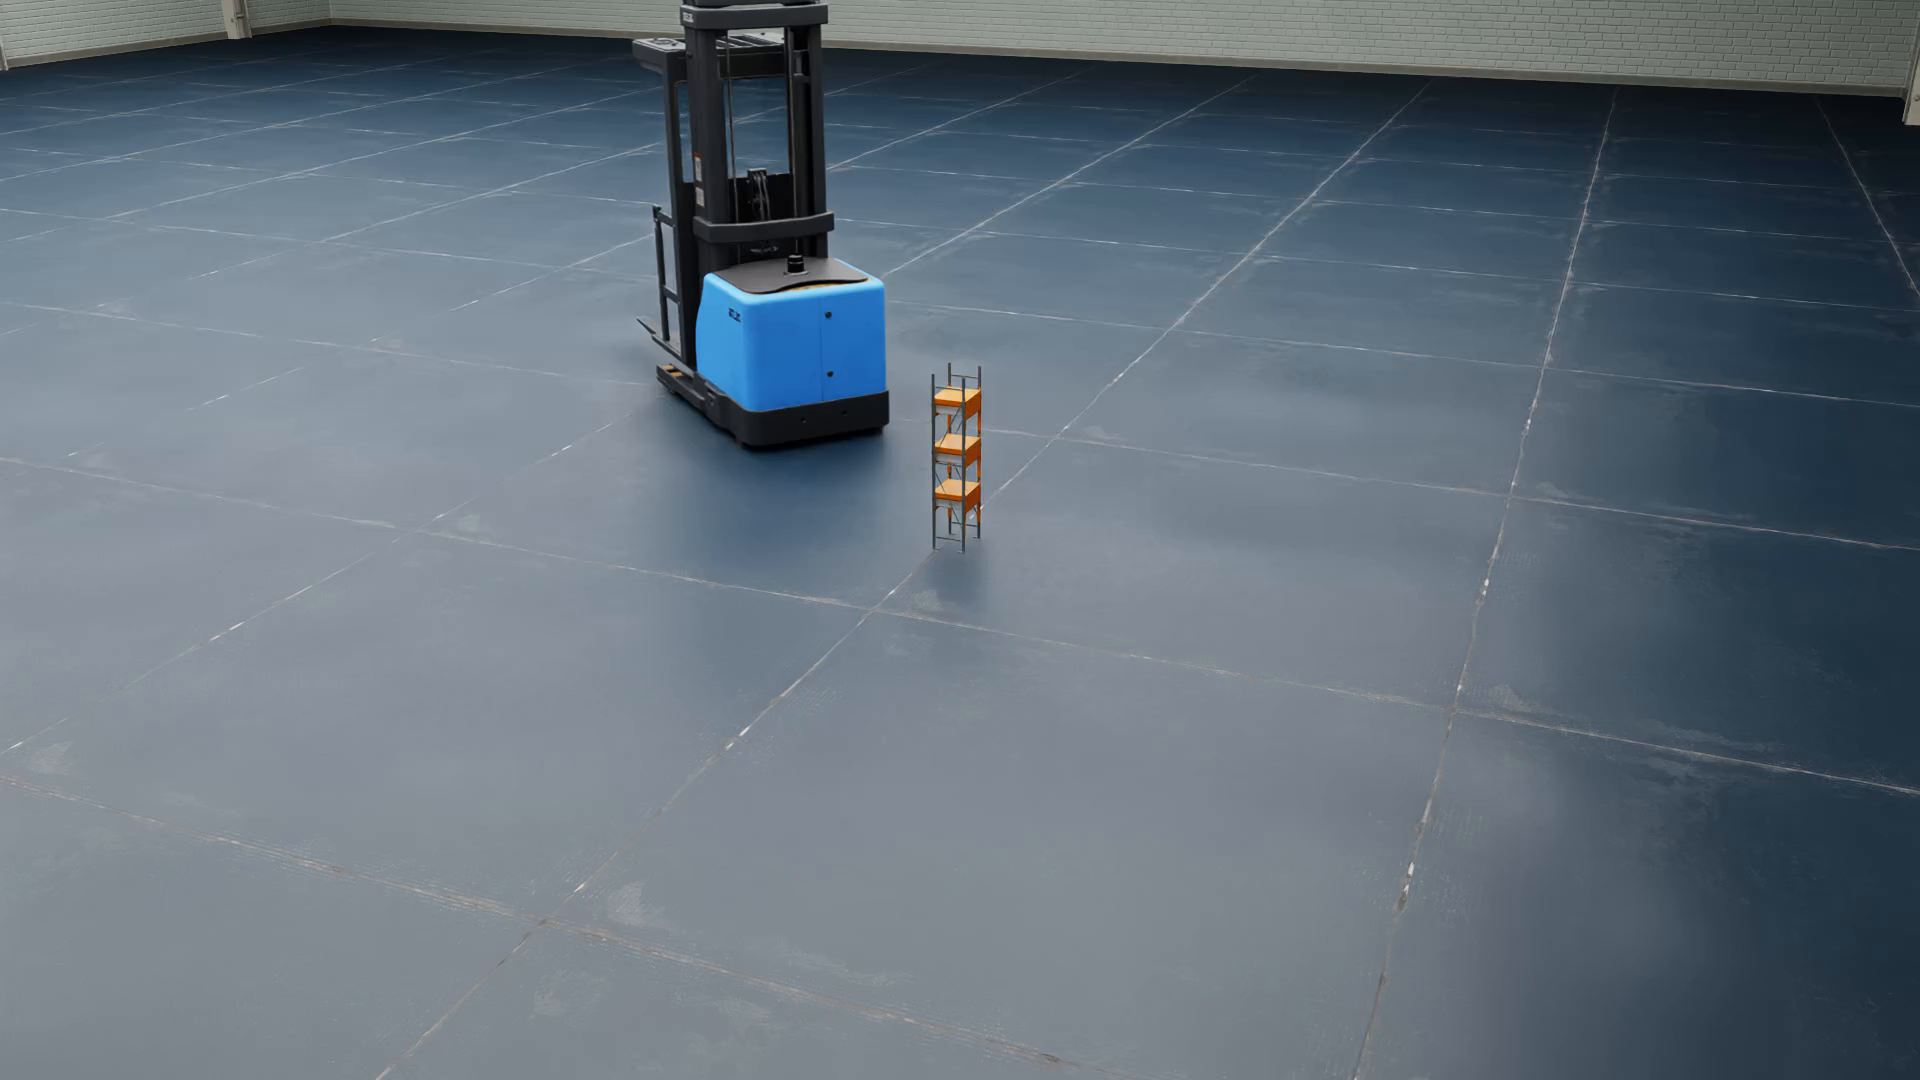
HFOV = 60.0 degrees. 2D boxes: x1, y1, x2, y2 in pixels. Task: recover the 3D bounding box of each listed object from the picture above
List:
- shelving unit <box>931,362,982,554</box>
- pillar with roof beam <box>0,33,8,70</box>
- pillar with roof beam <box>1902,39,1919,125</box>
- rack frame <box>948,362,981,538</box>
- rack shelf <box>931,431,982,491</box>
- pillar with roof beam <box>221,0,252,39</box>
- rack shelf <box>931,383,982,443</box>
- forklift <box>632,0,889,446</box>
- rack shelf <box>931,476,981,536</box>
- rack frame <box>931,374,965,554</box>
[{"bbox_3d":[-0.020,-0.465,9.502,0.215,1.050,0.252,9,24,20],"label":"shelving unit"},{"bbox_3d":[-13.471,-12.010,26.828,9.100,9.000,0.400,9,24,20],"label":"pillar with roof beam"},{"bbox_3d":[10.010,-10.880,24.123,9.100,9.000,0.400,9,24,20],"label":"pillar with roof beam"},{"bbox_3d":[0.025,-0.509,9.606,0.200,1.050,0.008,9,24,20],"label":"rack frame"},{"bbox_3d":[-0.020,-0.456,9.506,0.215,0.259,0.240,9,24,20],"label":"rack shelf"},{"bbox_3d":[-11.242,-14.157,31.968,9.100,9.000,0.400,9,24,20],"label":"pillar with roof beam"},{"bbox_3d":[-0.020,-0.717,9.397,0.215,0.259,0.240,9,24,20],"label":"rack shelf"},{"bbox_3d":[-1.624,-2.506,11.947,1.130,2.935,3.031,-12,25,-26],"label":"forklift"},{"bbox_3d":[-0.020,-0.199,9.613,0.215,0.259,0.240,9,24,20],"label":"rack shelf"},{"bbox_3d":[-0.065,-0.422,9.397,0.200,1.050,0.008,9,24,20],"label":"rack frame"}]
